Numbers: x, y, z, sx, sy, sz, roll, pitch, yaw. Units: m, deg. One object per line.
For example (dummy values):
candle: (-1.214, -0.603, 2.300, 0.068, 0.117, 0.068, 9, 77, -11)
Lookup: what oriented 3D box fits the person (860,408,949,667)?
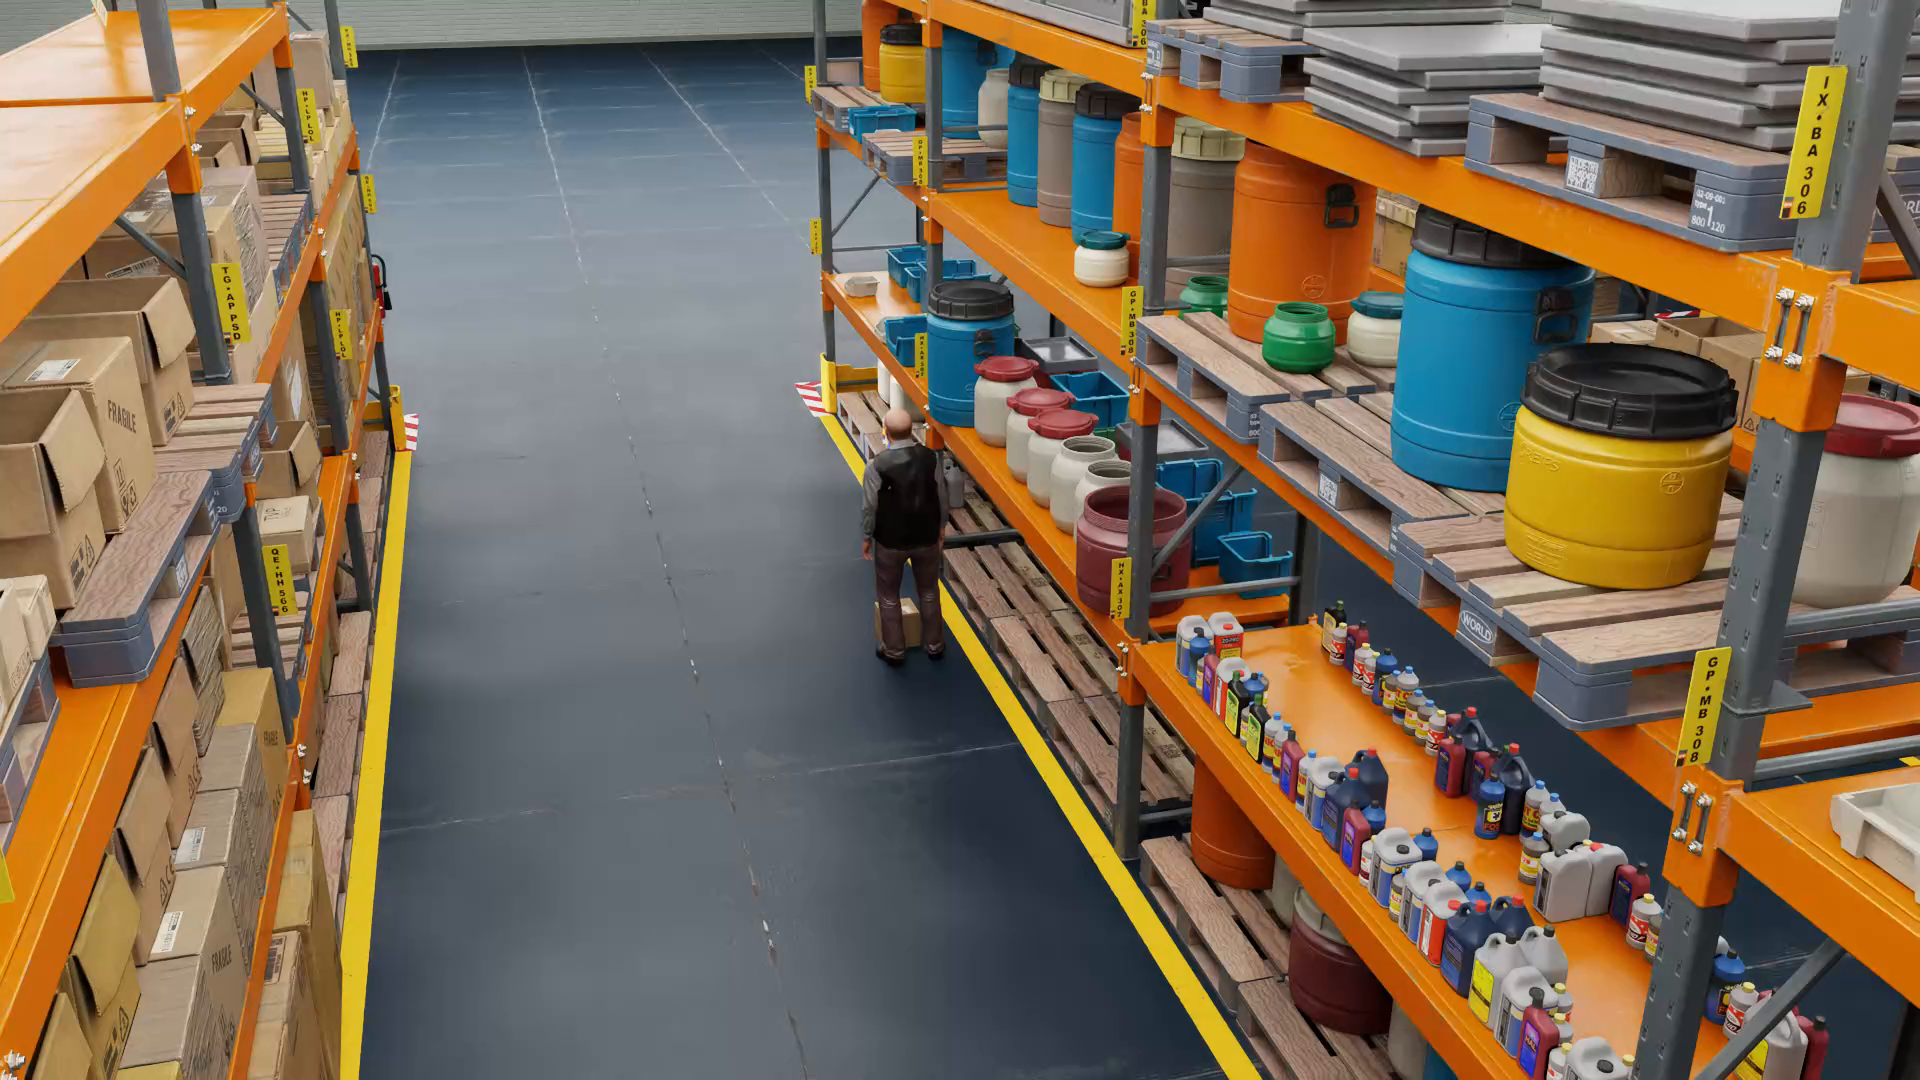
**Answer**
person: (-0.348, -0.005, 10.707, 0.594, 1.721, 0.415, -8, 24, -17)
